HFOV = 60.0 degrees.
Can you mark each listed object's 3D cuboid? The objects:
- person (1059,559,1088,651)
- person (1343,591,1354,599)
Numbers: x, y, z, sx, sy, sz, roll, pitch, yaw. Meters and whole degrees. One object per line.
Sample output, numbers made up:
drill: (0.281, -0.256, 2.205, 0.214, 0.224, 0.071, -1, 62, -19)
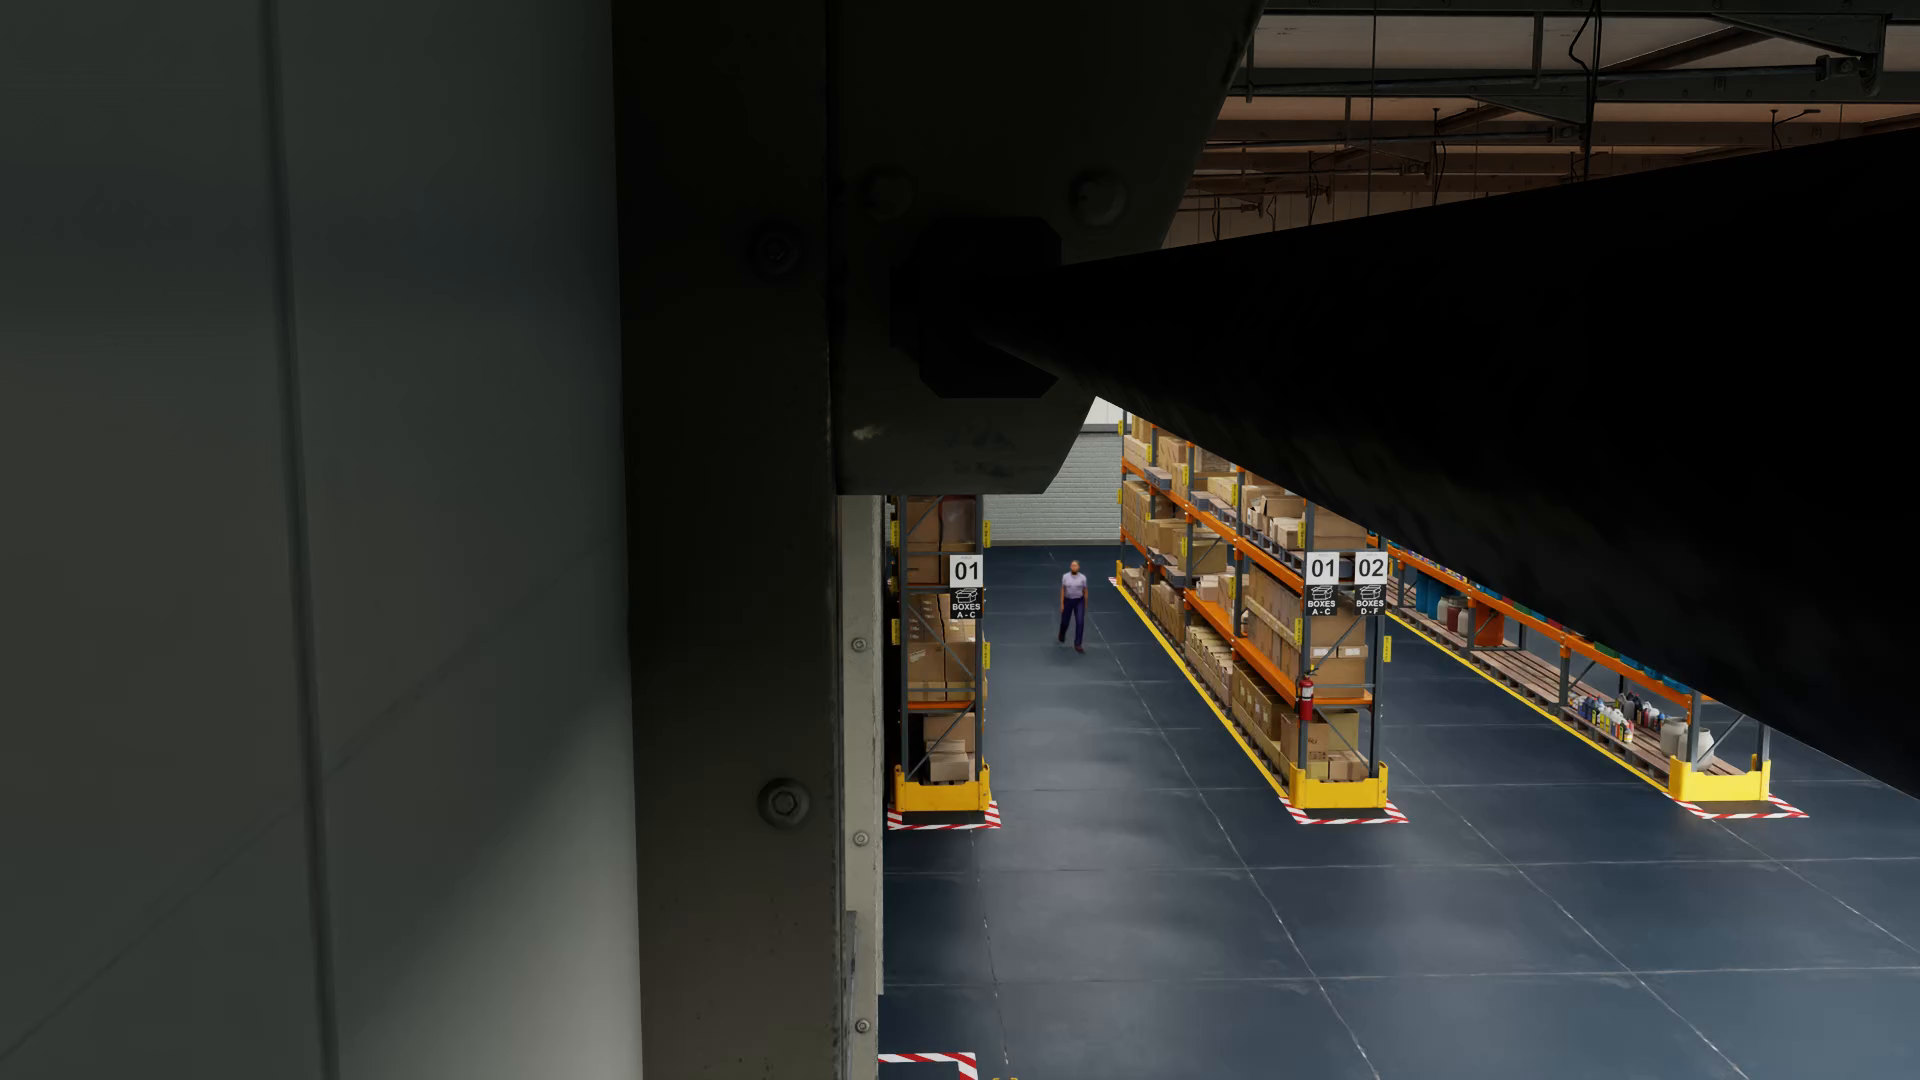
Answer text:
person: (2.037, 1.141, 29.766, 0.505, 1.613, 0.665, -1, 8, -5)
person: (7.614, 0.601, 32.812, 0.416, 1.786, 0.584, -2, 9, -16)
